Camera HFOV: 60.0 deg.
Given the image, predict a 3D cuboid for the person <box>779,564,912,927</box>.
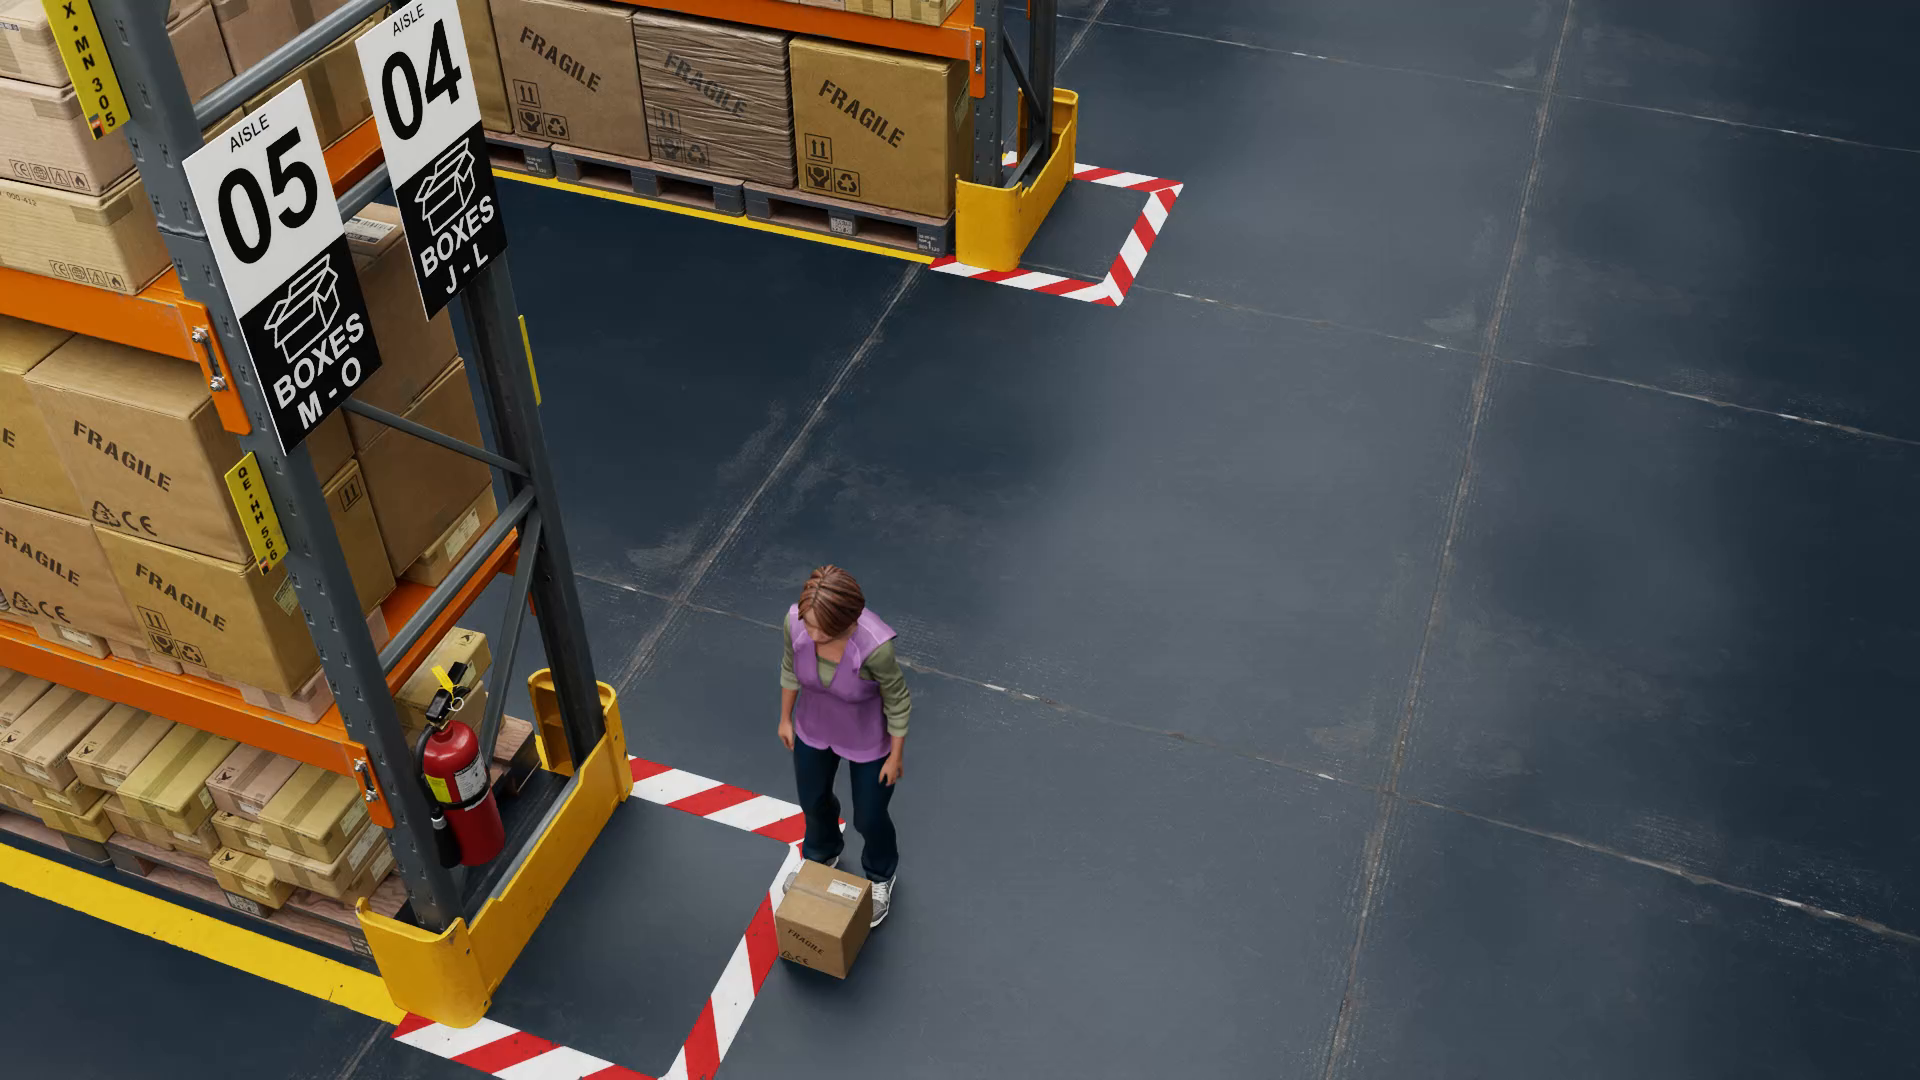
[{"bbox_3d":[-0.378,0.652,5.447,0.459,1.591,0.348,16,45,17],"label":"person"}]
